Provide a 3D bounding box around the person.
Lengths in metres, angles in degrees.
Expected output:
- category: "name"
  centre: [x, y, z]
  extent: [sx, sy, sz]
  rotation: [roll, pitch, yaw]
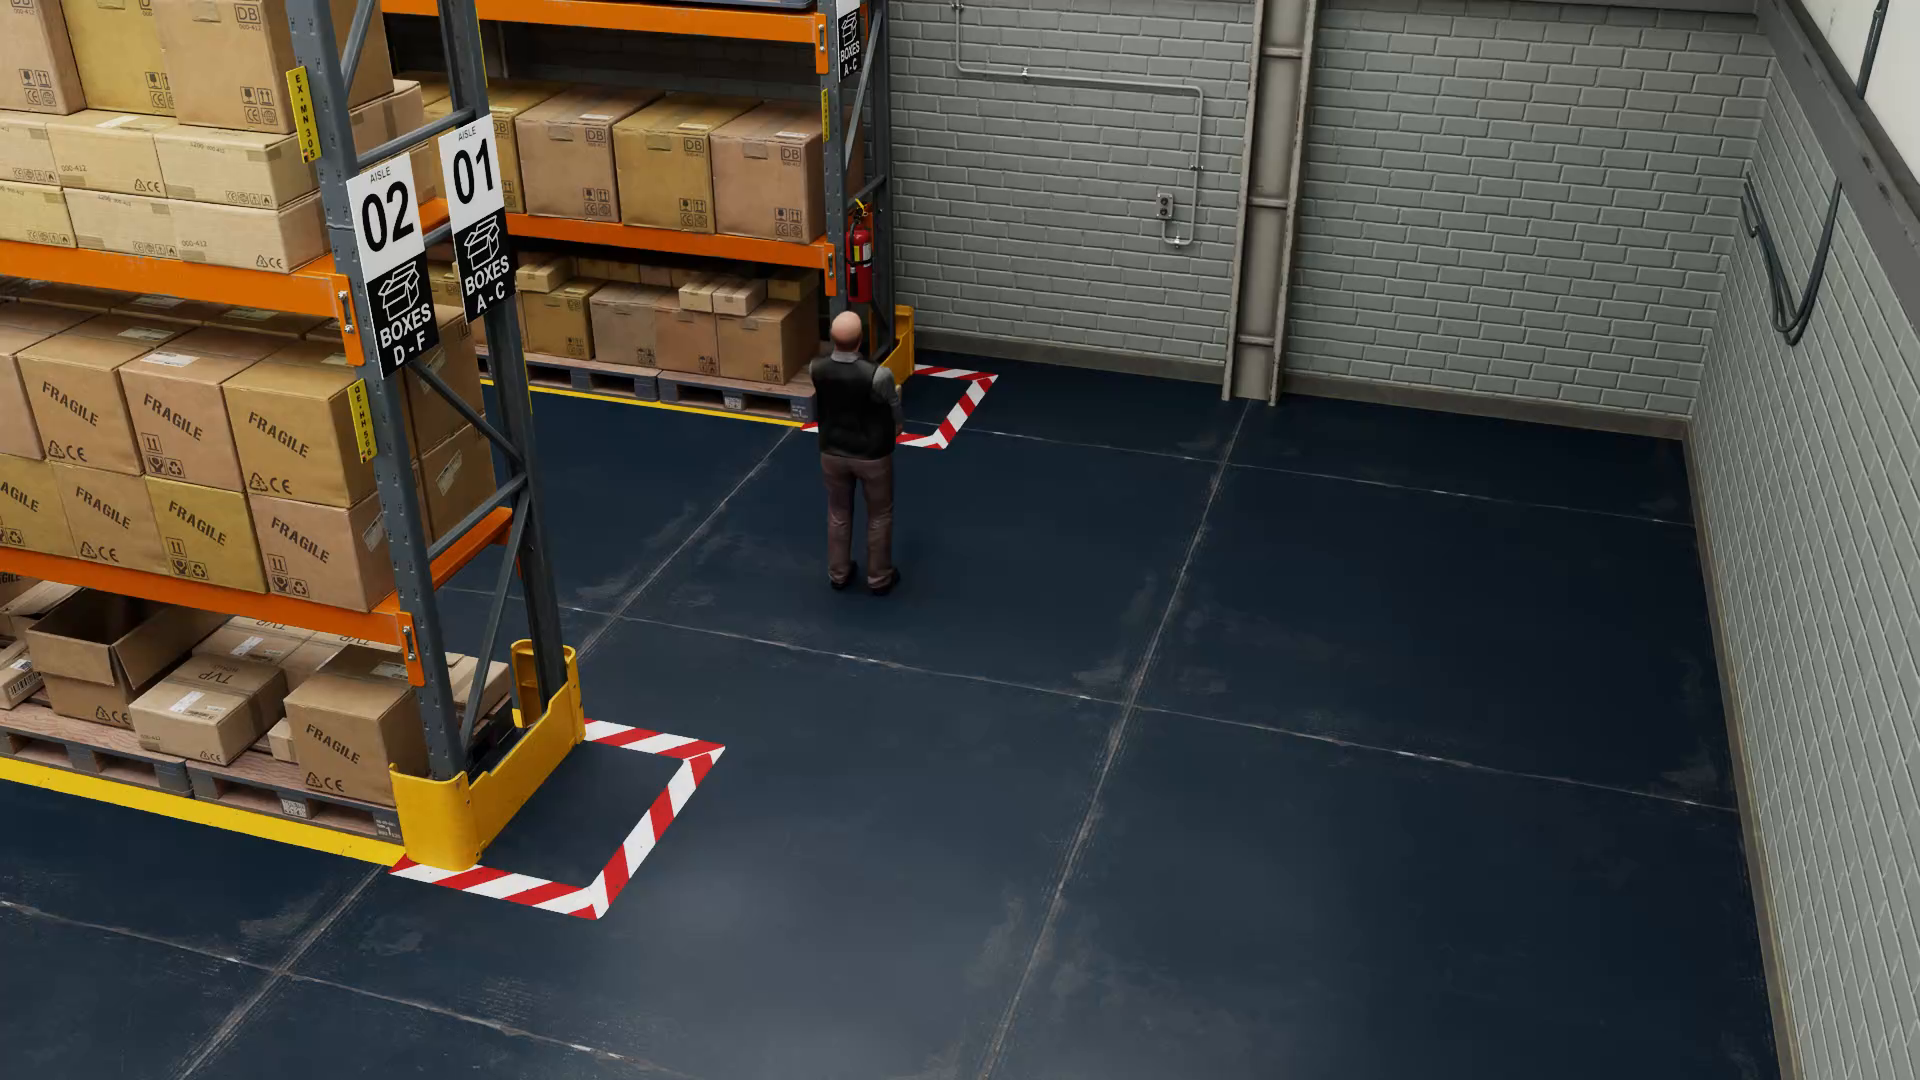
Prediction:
- category: "person"
  centre: [-0.569, -0.532, 9.500]
  extent: [0.495, 1.718, 0.547]
  rotation: [9, 30, 15]
